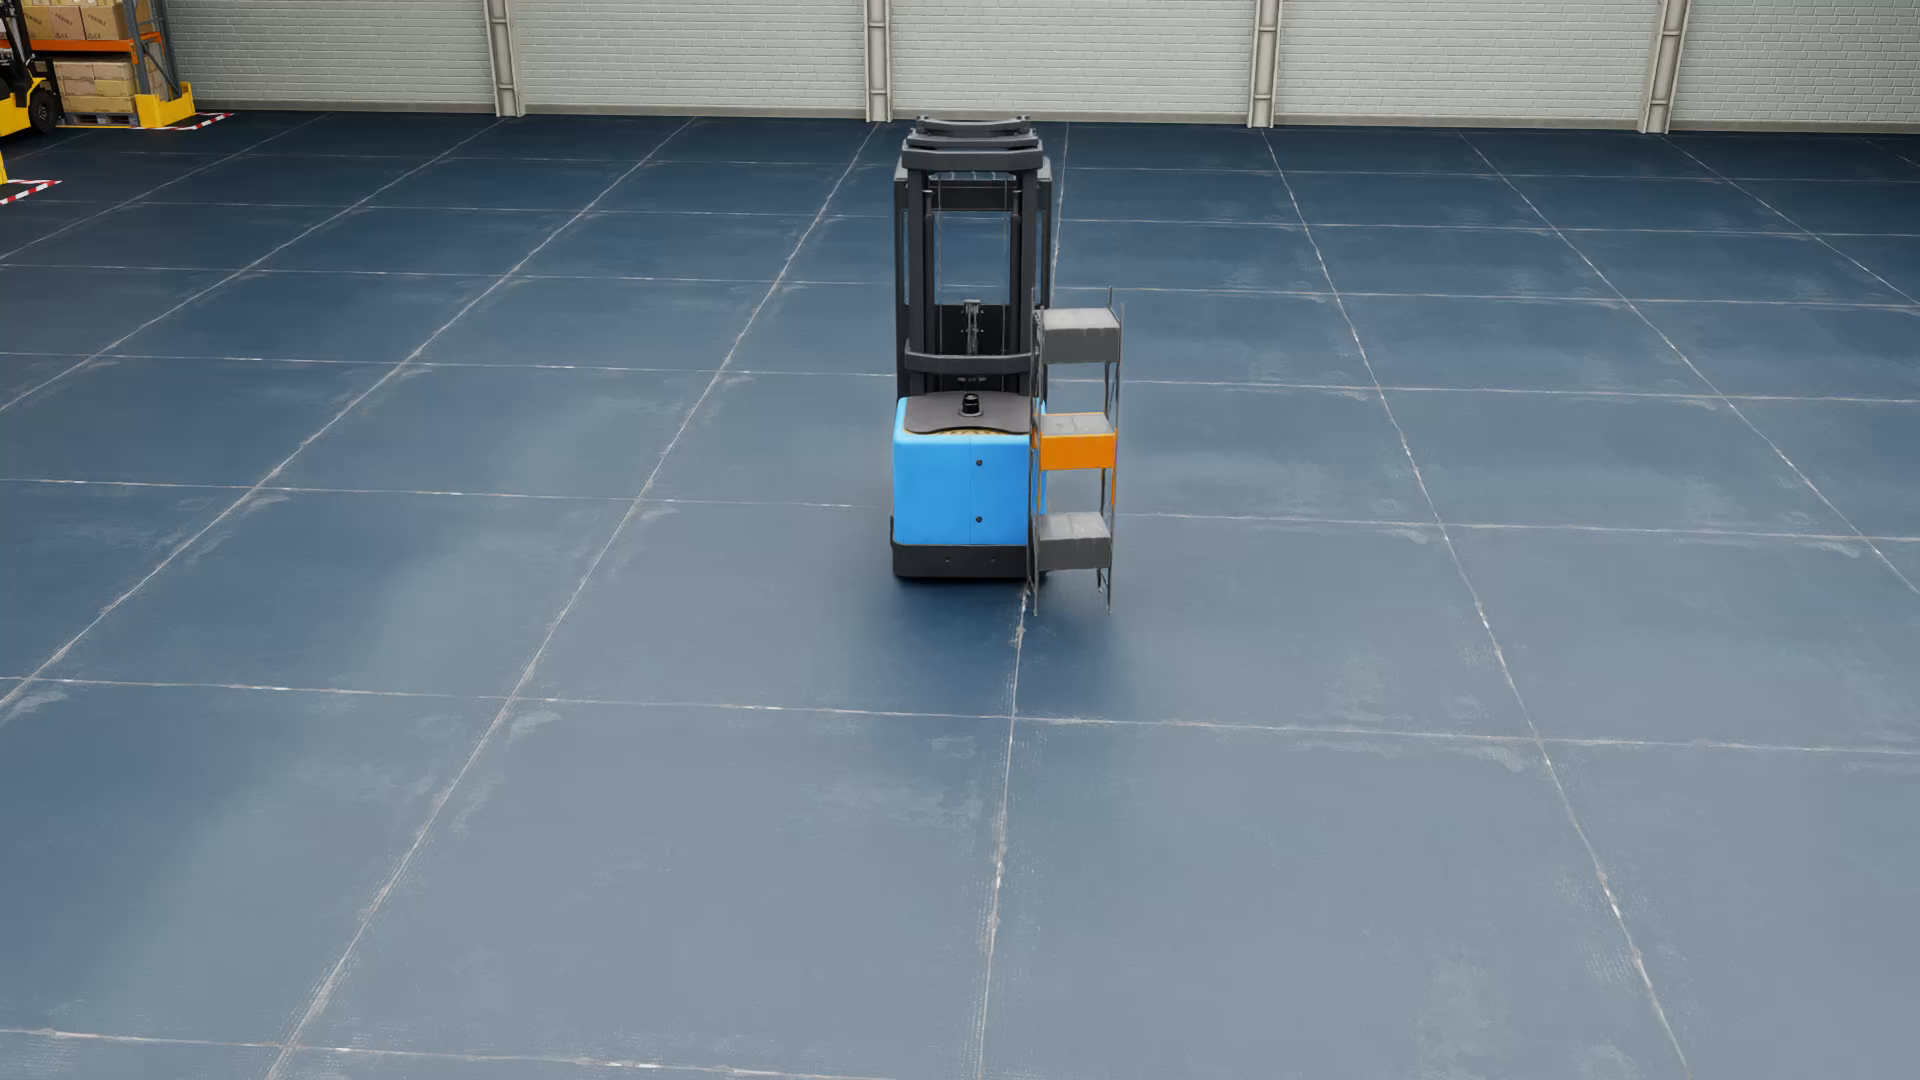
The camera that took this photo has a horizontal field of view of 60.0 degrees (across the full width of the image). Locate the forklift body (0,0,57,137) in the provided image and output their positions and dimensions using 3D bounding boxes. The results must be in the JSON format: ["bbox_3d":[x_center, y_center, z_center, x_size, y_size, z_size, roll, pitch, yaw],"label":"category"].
[{"bbox_3d":[-14.651,-6.955,24.504,1.214,2.155,2.313,2,25,4],"label":"forklift body"}]

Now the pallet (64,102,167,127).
[{"bbox_3d":[-13.386,-6.781,26.445,1.213,0.211,1.003,2,25,4],"label":"pallet"}]

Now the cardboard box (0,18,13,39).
[{"bbox_3d":[-14.661,-8.040,25.727,0.500,0.500,0.500,2,25,4],"label":"cardboard box"}]

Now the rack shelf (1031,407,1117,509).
[{"bbox_3d":[0.717,-0.528,10.629,0.480,0.518,0.431,-3,25,-6],"label":"rack shelf"}]

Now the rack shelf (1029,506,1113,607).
[{"bbox_3d":[0.717,0.108,10.922,0.480,0.518,0.431,-3,25,-6],"label":"rack shelf"}]

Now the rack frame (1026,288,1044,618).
[{"bbox_3d":[0.475,-0.529,10.600,0.015,2.100,0.400,-3,25,-6],"label":"rack frame"}]

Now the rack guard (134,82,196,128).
[{"bbox_3d":[-12.597,-6.904,26.368,0.348,0.500,1.175,2,25,4],"label":"rack guard"}]

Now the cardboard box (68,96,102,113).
[{"bbox_3d":[-13.608,-6.885,26.123,0.500,0.250,0.500,2,25,4],"label":"cardboard box"}]

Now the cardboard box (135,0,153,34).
[{"bbox_3d":[-13.093,-8.217,26.112,0.500,0.500,0.500,3,25,6],"label":"cardboard box"}]

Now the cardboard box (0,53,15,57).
[{"bbox_3d":[-15.094,-7.597,26.475,0.500,0.250,0.500,2,25,4],"label":"cardboard box"}]

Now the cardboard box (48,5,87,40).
[{"bbox_3d":[-13.648,-8.013,25.667,0.500,0.500,0.500,3,25,6],"label":"cardboard box"}]

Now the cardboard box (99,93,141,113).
[{"bbox_3d":[-13.113,-6.865,26.080,0.500,0.250,0.500,2,25,4],"label":"cardboard box"}]

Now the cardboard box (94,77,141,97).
[{"bbox_3d":[-13.130,-7.094,25.980,0.500,0.250,0.500,2,25,3],"label":"cardboard box"}]

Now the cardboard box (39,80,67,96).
[{"bbox_3d":[-14.145,-7.123,26.041,0.500,0.250,0.500,1,25,3],"label":"cardboard box"}]

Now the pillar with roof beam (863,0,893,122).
[{"bbox_3d":[-1.611,-8.985,20.724,0.400,9.000,9.100,2,25,4],"label":"pillar with roof beam"}]

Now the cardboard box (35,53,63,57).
[{"bbox_3d":[-14.592,-7.585,26.447,0.500,0.250,0.500,1,25,3],"label":"cardboard box"}]

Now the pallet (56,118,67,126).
[{"bbox_3d":[-14.599,-6.821,26.532,1.213,0.211,1.003,2,25,4],"label":"pallet"}]

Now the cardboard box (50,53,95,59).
[{"bbox_3d":[-14.082,-7.565,26.405,0.500,0.250,0.500,2,25,4],"label":"cardboard box"}]

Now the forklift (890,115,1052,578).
[{"bbox_3d":[0.093,-1.646,12.032,1.130,2.935,3.031,0,25,1],"label":"forklift"}]

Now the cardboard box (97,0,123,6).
[{"bbox_3d":[-12.988,-8.275,25.461,0.250,0.149,0.380,2,25,5],"label":"cardboard box"}]

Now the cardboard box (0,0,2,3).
[{"bbox_3d":[-14.771,-8.331,25.582,0.250,0.149,0.380,1,25,3],"label":"cardboard box"}]

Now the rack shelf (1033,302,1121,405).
[{"bbox_3d":[0.717,-1.164,10.336,0.480,0.518,0.431,-3,25,-6],"label":"rack shelf"}]

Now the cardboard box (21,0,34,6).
[{"bbox_3d":[-14.269,-8.306,25.528,0.250,0.149,0.380,2,25,4],"label":"cardboard box"}]

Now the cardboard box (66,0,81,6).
[{"bbox_3d":[-13.499,-8.304,25.525,0.250,0.149,0.380,2,25,5],"label":"cardboard box"}]

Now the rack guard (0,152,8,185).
[{"bbox_3d":[-13.073,-4.838,21.878,0.348,0.500,1.175,2,25,4],"label":"rack guard"}]

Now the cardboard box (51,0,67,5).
[{"bbox_3d":[-13.745,-8.317,25.552,0.250,0.149,0.380,2,25,4],"label":"cardboard box"}]

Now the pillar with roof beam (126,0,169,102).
[{"bbox_3d":[-13.575,-9.369,21.558,0.400,9.000,9.100,2,25,4],"label":"pillar with roof beam"}]

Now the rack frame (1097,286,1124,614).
[{"bbox_3d":[0.960,-0.551,10.647,0.015,2.100,0.400,-3,25,-6],"label":"rack frame"}]

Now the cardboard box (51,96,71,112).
[{"bbox_3d":[-14.106,-6.905,26.166,0.500,0.250,0.500,2,25,5],"label":"cardboard box"}]

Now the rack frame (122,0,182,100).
[{"bbox_3d":[-12.621,-8.040,25.847,0.127,3.000,1.000,2,25,4],"label":"rack frame"}]

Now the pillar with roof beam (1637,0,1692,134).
[{"bbox_3d":[10.354,-8.601,19.889,0.400,9.000,9.100,2,25,4],"label":"pillar with roof beam"}]

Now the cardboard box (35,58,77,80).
[{"bbox_3d":[-14.117,-7.347,25.930,0.500,0.250,0.500,2,25,5],"label":"cardboard box"}]

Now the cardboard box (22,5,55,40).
[{"bbox_3d":[-14.159,-8.029,25.702,0.500,0.500,0.500,1,25,3],"label":"cardboard box"}]

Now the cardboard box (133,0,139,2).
[{"bbox_3d":[-12.939,-8.499,25.949,0.250,0.149,0.380,1,25,3],"label":"cardboard box"}]

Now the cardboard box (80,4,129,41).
[{"bbox_3d":[-13.131,-7.992,25.622,0.500,0.500,0.500,1,25,3],"label":"cardboard box"}]

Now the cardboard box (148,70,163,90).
[{"bbox_3d":[-13.073,-7.311,26.450,0.500,0.250,0.500,2,25,5],"label":"cardboard box"}]

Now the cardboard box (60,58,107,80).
[{"bbox_3d":[-13.613,-7.335,25.904,0.500,0.250,0.500,2,25,5],"label":"cardboard box"}]

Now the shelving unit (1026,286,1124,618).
[{"bbox_3d":[0.717,-0.540,10.624,0.503,2.100,0.431,-3,25,-6],"label":"shelving unit"}]

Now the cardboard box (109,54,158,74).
[{"bbox_3d":[-13.085,-7.531,26.330,0.500,0.250,0.500,1,25,3],"label":"cardboard box"}]

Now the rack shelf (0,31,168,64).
[{"bbox_3d":[-14.615,-7.778,26.136,4.000,0.370,1.077,2,25,4],"label":"rack shelf"}]

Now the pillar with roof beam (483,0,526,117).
[{"bbox_3d":[-7.593,-9.177,21.141,0.400,9.000,9.100,2,25,4],"label":"pillar with roof beam"}]

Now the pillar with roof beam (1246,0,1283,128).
[{"bbox_3d":[4.372,-8.793,20.306,0.400,9.000,9.100,2,25,4],"label":"pillar with roof beam"}]

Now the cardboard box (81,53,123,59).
[{"bbox_3d":[-13.584,-7.545,26.361,0.500,0.250,0.500,2,25,4],"label":"cardboard box"}]

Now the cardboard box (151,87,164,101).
[{"bbox_3d":[-13.095,-7.079,26.545,0.500,0.250,0.500,2,25,4],"label":"cardboard box"}]

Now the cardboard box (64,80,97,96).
[{"bbox_3d":[-13.629,-7.115,26.025,0.500,0.250,0.500,2,25,3],"label":"cardboard box"}]

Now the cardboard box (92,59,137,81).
[{"bbox_3d":[-13.104,-7.321,25.874,0.500,0.250,0.500,3,25,6],"label":"cardboard box"}]

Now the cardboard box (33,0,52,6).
[{"bbox_3d":[-14.015,-8.306,25.528,0.250,0.149,0.380,1,25,2],"label":"cardboard box"}]

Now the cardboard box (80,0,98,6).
[{"bbox_3d":[-13.245,-8.271,25.451,0.250,0.149,0.380,2,25,5],"label":"cardboard box"}]
